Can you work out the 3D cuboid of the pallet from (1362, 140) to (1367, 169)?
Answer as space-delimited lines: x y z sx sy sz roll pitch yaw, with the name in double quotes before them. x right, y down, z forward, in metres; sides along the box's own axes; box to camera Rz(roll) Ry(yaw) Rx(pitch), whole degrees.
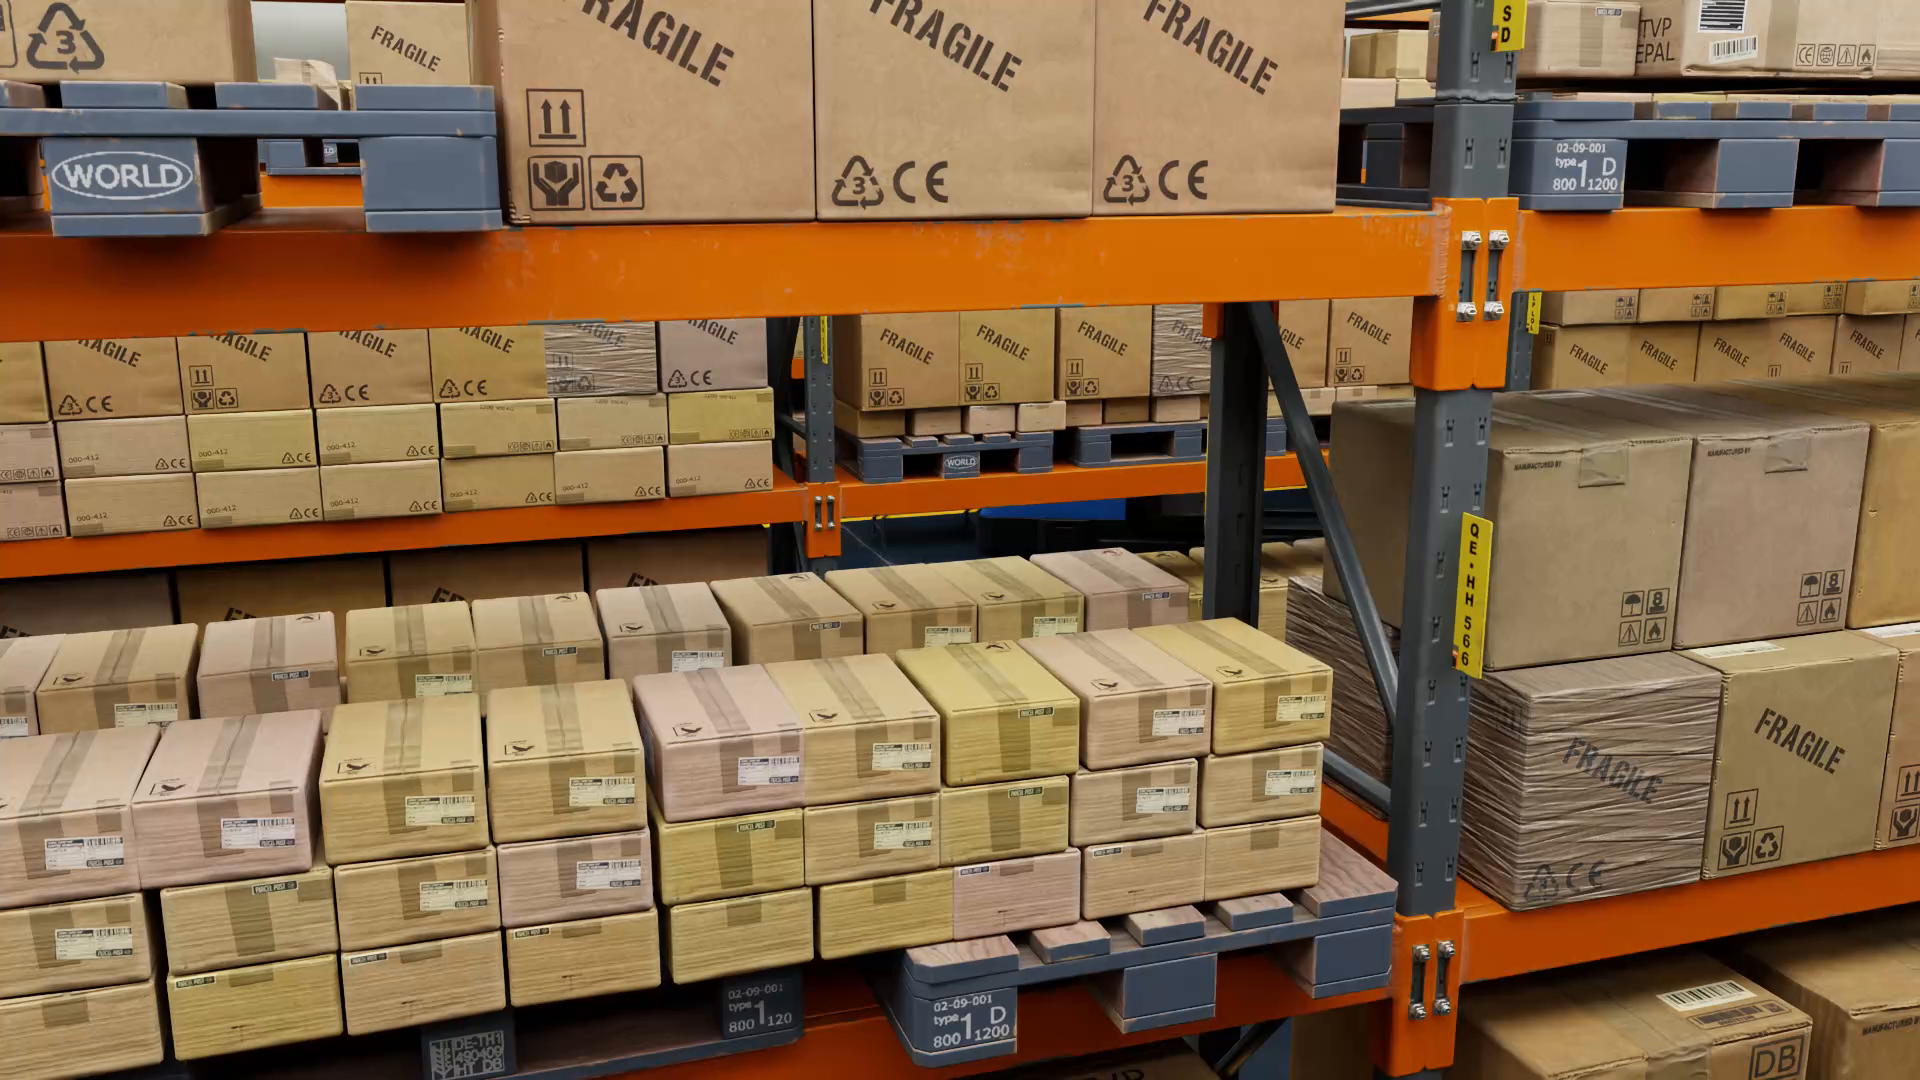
"pallet" 2.347 -2.200 9.334 1.003 0.211 1.213 -4 14 -18

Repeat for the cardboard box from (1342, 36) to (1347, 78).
"cardboard box" 1.815 -2.694 9.341 0.500 0.250 0.500 -5 14 -19

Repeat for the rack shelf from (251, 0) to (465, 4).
"rack shelf" -4.307 -3.874 11.902 4.000 0.370 1.077 -4 14 -18

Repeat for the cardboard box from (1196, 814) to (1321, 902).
"cardboard box" 0.528 0.574 3.382 0.250 0.149 0.380 -4 14 -17

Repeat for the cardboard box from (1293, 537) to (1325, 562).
"cardboard box" 2.470 0.259 9.843 0.625 0.372 0.950 -4 14 -17

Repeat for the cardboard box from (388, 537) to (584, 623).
"cardboard box" -2.353 0.368 8.298 0.875 0.875 0.875 -4 14 -17

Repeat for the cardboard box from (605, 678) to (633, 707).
"cardboard box" -0.657 0.362 3.633 0.250 0.149 0.380 -4 14 -18

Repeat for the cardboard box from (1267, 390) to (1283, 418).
"cardboard box" 1.595 -0.766 9.016 0.250 0.149 0.380 -4 14 -18

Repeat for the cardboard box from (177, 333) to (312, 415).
"cardboard box" -3.158 -0.849 7.351 0.500 0.500 0.500 -5 14 -19

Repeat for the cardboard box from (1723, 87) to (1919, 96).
"cardboard box" 2.408 -1.432 4.358 0.500 0.500 0.500 -4 14 -18

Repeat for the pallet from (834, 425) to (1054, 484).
"pallet" -0.184 -0.542 8.853 1.003 0.211 1.213 -4 14 -18

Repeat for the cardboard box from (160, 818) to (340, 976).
"cardboard box" -1.180 0.561 2.794 0.250 0.149 0.380 -5 14 -19

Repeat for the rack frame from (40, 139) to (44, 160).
"rack frame" -6.203 -1.352 11.846 0.127 3.000 1.000 -4 14 -18

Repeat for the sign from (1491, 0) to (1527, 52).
"sign" 1.020 -1.073 3.071 0.005 0.325 0.100 -4 14 -18

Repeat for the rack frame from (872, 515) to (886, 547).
"rack frame" -0.614 -0.722 12.436 0.023 1.500 0.400 -3 14 -14

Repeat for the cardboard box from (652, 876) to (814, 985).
"cardboard box" -0.443 0.649 3.068 0.250 0.149 0.380 -5 14 -21

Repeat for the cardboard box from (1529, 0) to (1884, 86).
"cardboard box" 1.606 -1.155 3.604 0.500 0.311 0.500 -4 14 -18

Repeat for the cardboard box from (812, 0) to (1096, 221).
"cardboard box" -0.081 -0.851 3.042 0.500 0.500 0.500 -4 14 -18

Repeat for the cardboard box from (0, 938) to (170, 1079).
"cardboard box" -1.443 0.727 2.738 0.250 0.149 0.380 -5 14 -21

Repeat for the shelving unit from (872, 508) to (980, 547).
"shelving unit" -0.259 -0.742 12.523 0.755 1.500 0.431 -3 14 -14

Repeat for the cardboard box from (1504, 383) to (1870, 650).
"cardboard box" 1.757 -0.085 4.140 0.500 0.500 0.700 -5 14 -19

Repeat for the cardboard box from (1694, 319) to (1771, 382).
"cardboard box" 4.420 -1.095 9.907 0.500 0.500 0.500 -5 14 -19

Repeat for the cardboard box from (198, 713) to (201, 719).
"cardboard box" -1.637 0.437 3.315 0.250 0.149 0.380 -5 14 -21

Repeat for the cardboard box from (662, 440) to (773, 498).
"cardboard box" -1.222 -0.392 8.133 0.500 0.250 0.500 -5 14 -20

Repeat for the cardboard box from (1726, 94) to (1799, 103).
"cardboard box" 4.435 -2.432 9.585 0.500 0.250 0.500 -4 14 -18

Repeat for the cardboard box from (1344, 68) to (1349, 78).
"cardboard box" 3.259 -3.826 14.416 0.637 0.503 0.797 -4 14 -16

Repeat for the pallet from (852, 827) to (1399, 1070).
"pallet" 0.208 0.688 3.682 1.003 0.211 1.213 -4 14 -18

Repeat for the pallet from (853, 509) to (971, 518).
"pallet" -0.465 -0.432 14.004 1.213 0.211 1.003 -4 14 -18

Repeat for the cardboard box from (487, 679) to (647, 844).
"cardboard box" -0.695 0.379 2.917 0.250 0.149 0.380 -4 14 -15

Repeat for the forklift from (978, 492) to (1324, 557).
"forklift" 1.678 -1.377 12.100 3.031 2.935 1.130 1 13 5

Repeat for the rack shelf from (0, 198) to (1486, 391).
"rack shelf" -1.046 -0.443 3.094 4.000 0.370 1.077 -4 14 -18

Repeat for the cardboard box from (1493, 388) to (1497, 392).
"cardboard box" 3.308 -1.135 10.074 0.500 0.500 0.500 -5 14 -20

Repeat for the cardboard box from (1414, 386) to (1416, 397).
"cardboard box" 2.566 -0.838 9.319 0.250 0.149 0.380 -4 14 -17

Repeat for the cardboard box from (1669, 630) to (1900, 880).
"cardboard box" 1.842 0.458 4.018 0.500 0.500 0.500 -5 14 -19

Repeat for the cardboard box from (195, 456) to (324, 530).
"cardboard box" -3.134 -0.238 7.487 0.500 0.250 0.500 -5 14 -19

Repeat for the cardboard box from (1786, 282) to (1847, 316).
"cardboard box" 4.893 -1.642 10.042 0.500 0.500 0.700 -5 14 -18

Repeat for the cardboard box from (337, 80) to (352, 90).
"cardboard box" -4.339 -3.139 11.654 0.250 0.149 0.380 -4 14 -18

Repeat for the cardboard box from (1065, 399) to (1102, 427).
"cardboard box" 0.566 -0.699 8.734 0.250 0.149 0.380 -4 14 -15

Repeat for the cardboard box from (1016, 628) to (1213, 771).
"cardboard box" 0.292 0.302 3.240 0.250 0.149 0.380 -5 14 -19

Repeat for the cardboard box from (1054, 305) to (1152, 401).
"cardboard box" 0.668 -1.020 8.682 0.500 0.500 0.500 -4 14 -17

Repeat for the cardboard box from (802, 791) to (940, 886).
"cardboard box" -0.212 0.487 3.106 0.250 0.149 0.380 -4 14 -18

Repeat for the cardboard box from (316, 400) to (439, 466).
"cardboard box" -2.659 -0.519 7.585 0.500 0.250 0.500 -5 14 -20

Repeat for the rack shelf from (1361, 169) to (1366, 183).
"rack shelf" 1.070 -1.816 8.868 4.000 0.370 1.077 -4 14 -18

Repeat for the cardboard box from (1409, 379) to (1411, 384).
"cardboard box" 2.601 -1.168 9.303 0.500 0.500 0.500 -5 14 -19

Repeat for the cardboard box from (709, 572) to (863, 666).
"cardboard box" -0.389 0.196 3.686 0.250 0.149 0.380 -5 14 -20

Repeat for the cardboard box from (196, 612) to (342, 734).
"cardboard box" -1.388 0.274 3.358 0.250 0.149 0.380 -5 14 -21

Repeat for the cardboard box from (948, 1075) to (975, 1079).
"cardboard box" -0.190 1.314 3.512 0.500 0.250 0.500 -4 14 -17

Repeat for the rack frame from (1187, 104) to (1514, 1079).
"rack frame" 0.849 0.519 3.979 0.127 3.000 1.000 -4 14 -18

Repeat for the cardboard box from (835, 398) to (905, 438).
"cardboard box" -0.458 -0.625 8.422 0.250 0.149 0.380 -5 14 -21

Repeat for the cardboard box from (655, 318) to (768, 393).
"cardboard box" -1.232 -0.999 7.983 0.500 0.500 0.500 -5 14 -20
